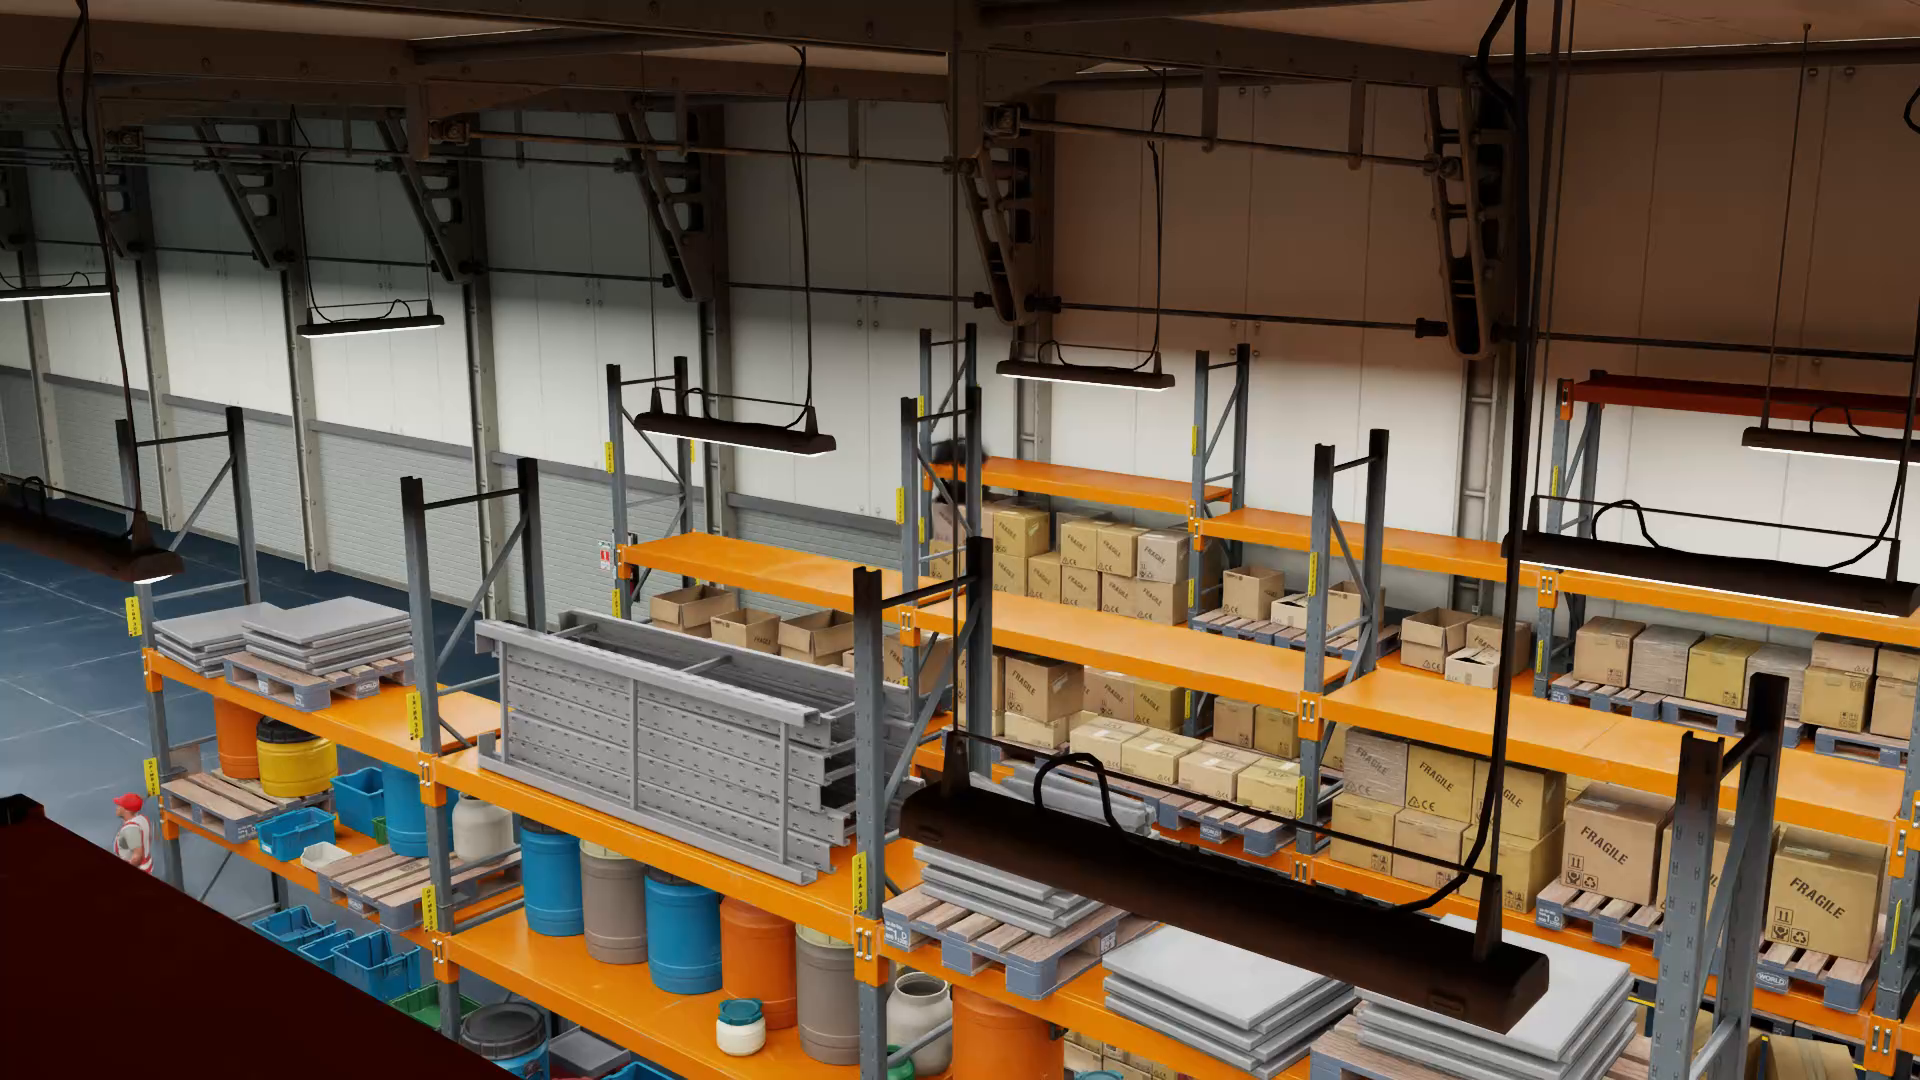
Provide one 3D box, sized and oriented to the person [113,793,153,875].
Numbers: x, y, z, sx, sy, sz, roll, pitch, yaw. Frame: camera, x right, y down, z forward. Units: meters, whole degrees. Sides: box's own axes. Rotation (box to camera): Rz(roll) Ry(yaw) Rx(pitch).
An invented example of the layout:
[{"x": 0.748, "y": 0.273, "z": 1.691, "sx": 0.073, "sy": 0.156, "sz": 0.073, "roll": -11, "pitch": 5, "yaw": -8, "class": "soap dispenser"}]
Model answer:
[{"x": -8.445, "y": 3.438, "z": 17.101, "sx": 0.563, "sy": 1.748, "sz": 0.654, "roll": -3, "pitch": 13, "yaw": -14, "class": "person"}]
